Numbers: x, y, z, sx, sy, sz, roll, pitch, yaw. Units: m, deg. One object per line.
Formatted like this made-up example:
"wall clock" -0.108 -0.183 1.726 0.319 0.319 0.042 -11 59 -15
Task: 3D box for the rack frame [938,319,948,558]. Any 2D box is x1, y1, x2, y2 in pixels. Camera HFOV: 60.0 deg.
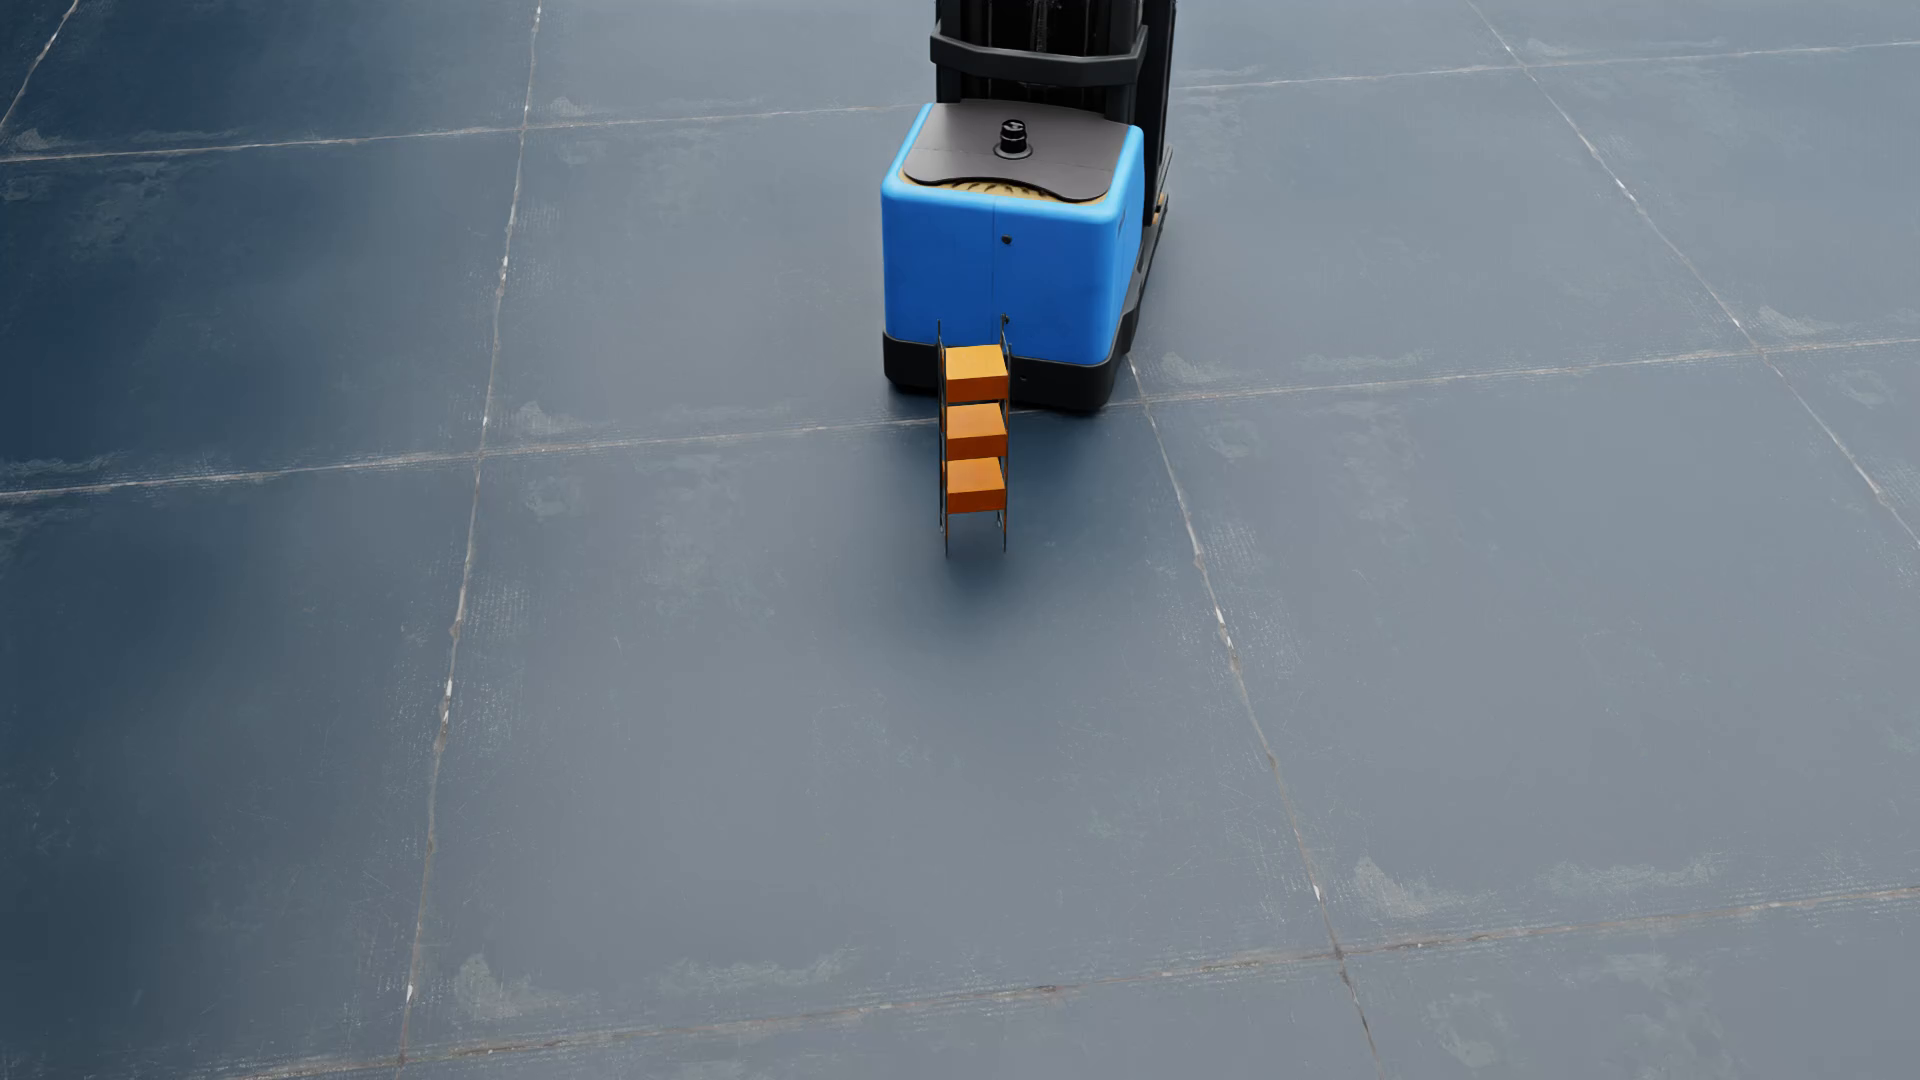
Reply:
"rack frame" -0.068 -0.384 6.589 0.008 1.050 0.200 -5 42 -6

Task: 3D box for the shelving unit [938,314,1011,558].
"shelving unit" 0.053 -0.394 6.601 0.252 1.050 0.215 -5 42 -6

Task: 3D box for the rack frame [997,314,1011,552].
"rack frame" 0.174 -0.405 6.612 0.008 1.050 0.200 -5 42 -6

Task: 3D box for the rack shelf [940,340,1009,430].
"rack shelf" 0.053 -0.597 6.418 0.240 0.259 0.215 -5 42 -6

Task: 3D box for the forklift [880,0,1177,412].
"forklift" 0.479 -2.662 7.710 1.130 2.935 3.031 9 43 10

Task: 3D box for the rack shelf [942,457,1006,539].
"rack shelf" 0.053 -0.180 6.794 0.240 0.259 0.215 -5 42 -6

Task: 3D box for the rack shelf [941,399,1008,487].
"rack shelf" 0.053 -0.387 6.608 0.240 0.259 0.215 -5 42 -6
